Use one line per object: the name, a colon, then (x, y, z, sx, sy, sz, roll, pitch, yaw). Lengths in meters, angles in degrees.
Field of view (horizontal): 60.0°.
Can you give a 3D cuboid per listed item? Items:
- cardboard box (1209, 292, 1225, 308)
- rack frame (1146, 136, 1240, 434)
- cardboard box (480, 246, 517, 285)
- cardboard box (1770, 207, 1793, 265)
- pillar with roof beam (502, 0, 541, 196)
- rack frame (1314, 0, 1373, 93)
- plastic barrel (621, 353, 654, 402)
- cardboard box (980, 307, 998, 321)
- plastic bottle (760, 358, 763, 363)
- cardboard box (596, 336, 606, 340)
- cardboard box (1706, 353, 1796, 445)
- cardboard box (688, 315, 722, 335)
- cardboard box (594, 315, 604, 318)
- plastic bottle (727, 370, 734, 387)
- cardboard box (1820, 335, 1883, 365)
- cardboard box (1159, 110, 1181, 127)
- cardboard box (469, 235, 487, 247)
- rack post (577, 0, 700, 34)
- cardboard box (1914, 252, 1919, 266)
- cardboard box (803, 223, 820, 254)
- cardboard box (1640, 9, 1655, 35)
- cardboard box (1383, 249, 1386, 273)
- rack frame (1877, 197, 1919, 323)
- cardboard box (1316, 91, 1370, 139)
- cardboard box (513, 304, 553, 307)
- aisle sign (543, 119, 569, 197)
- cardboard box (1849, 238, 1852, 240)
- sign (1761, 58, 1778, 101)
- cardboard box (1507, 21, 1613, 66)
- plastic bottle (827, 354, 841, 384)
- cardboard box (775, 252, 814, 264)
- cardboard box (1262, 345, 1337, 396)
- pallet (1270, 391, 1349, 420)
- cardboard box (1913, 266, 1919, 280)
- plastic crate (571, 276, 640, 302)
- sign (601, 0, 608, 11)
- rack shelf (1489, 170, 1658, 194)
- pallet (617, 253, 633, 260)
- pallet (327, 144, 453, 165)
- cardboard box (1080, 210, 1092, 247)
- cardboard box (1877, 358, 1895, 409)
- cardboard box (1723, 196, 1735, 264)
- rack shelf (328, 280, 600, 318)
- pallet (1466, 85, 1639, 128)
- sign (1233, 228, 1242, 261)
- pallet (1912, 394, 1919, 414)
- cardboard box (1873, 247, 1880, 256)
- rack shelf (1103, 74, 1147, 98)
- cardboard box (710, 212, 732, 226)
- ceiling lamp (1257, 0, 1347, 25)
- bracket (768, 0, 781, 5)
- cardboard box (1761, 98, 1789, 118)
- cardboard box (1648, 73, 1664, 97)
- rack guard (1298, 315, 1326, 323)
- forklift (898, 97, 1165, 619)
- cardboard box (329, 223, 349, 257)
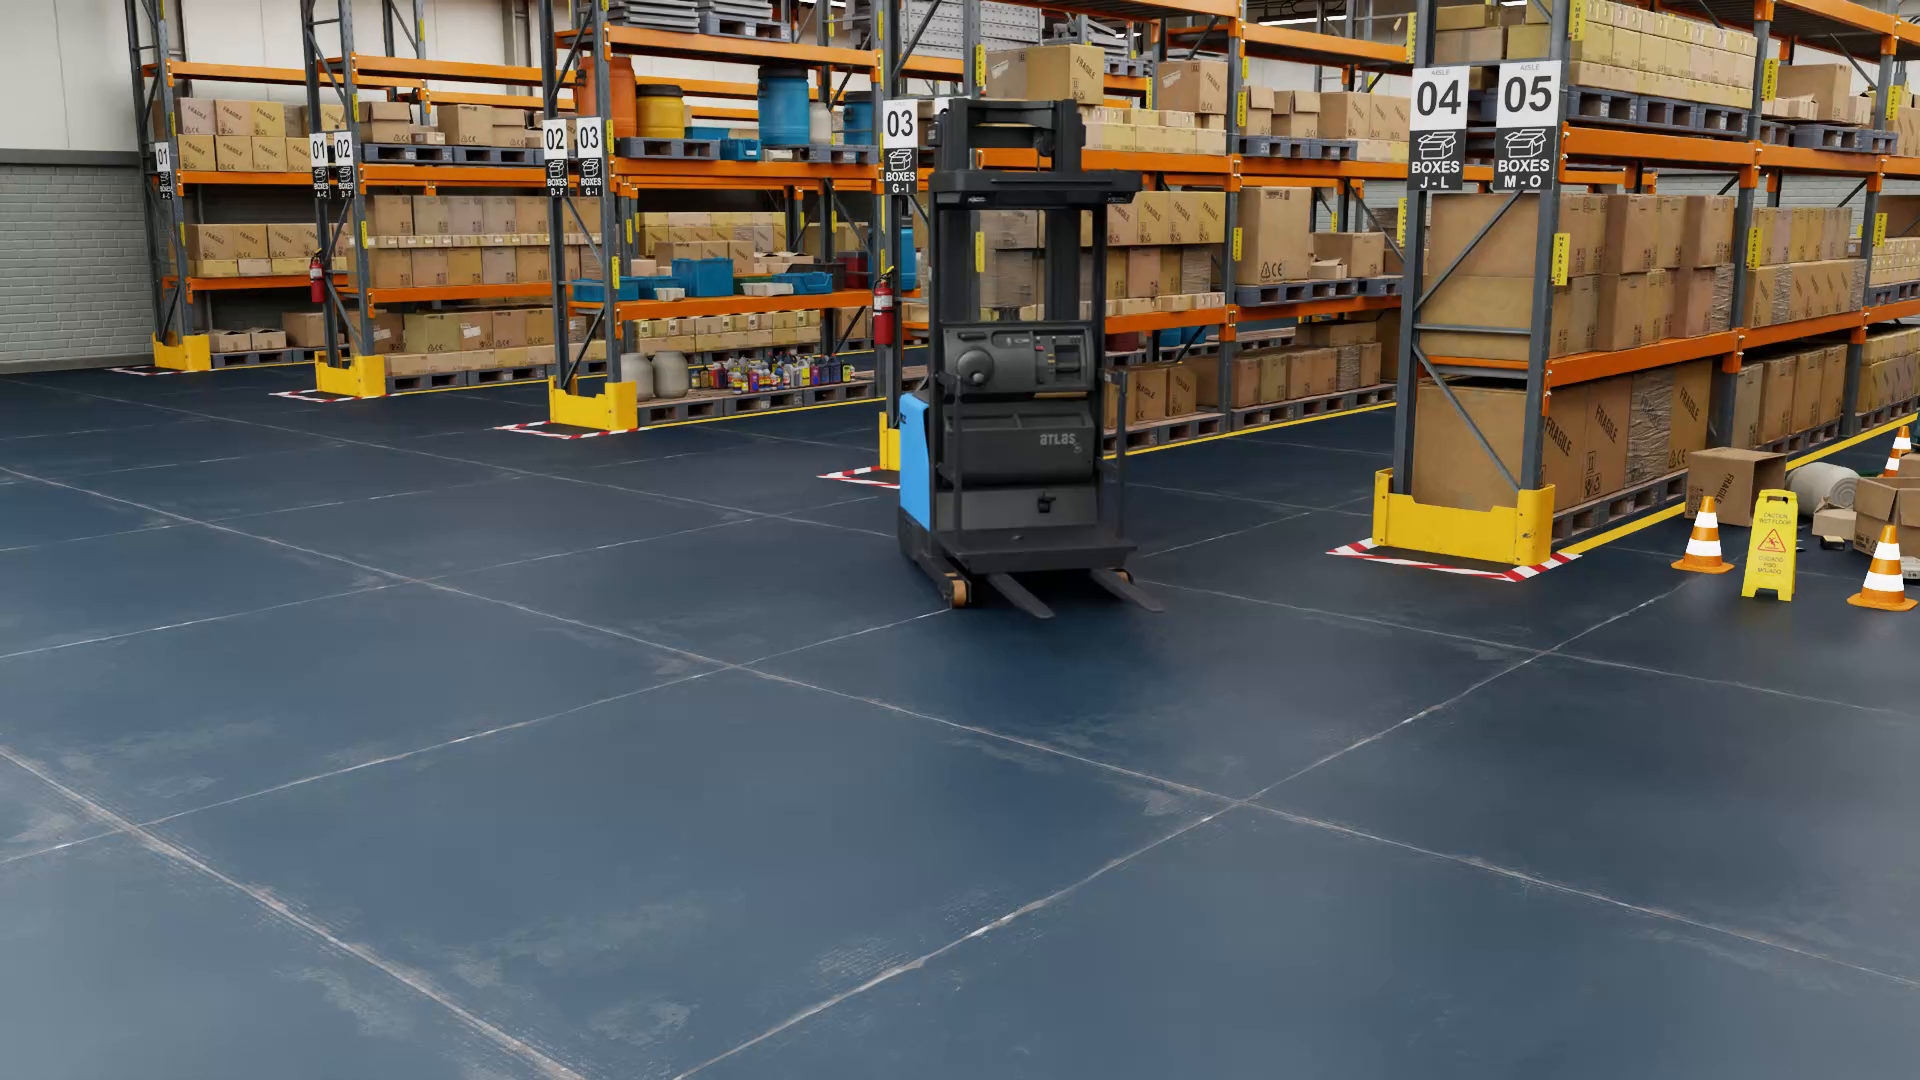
cardboard box: (2.475, -2.450, 16.963, 0.380, 0.149, 0.250, 10, 15, 40)
rack frame: (2.396, -2.643, 17.287, 1.000, 3.000, 0.127, 10, 15, 40)
cardboard box: (-6.345, -3.680, 22.224, 0.700, 0.500, 0.500, 10, 15, 42)
cardboard box: (7.051, -2.751, 15.016, 0.700, 0.500, 0.500, 10, 15, 41)
pillar with roof beam: (-4.400, -7.459, 26.081, 9.100, 9.000, 0.400, 10, 15, 40)
rack frame: (6.597, -7.991, 28.745, 1.000, 3.000, 0.127, 10, 15, 40)
plastic barrel: (-3.588, -1.788, 18.284, 0.421, 0.512, 0.421, 0, 11, 0)
cardboard box: (0.123, -1.943, 14.421, 0.380, 0.149, 0.250, 10, 15, 40)
plastic bottle: (-2.434, -2.056, 20.157, 0.061, 0.283, 0.133, 11, 15, 43)
cardboard box: (-4.987, -2.881, 24.424, 0.500, 0.250, 0.500, 10, 15, 40)
cardboard box: (7.037, -1.334, 15.405, 1.050, 0.750, 0.750, 10, 15, 40)
cardboard box: (-3.908, -3.235, 24.766, 0.500, 0.311, 0.500, 9, 14, 38)
cardboard box: (-6.562, -4.030, 29.490, 0.700, 0.500, 0.500, 10, 15, 41)
plastic bottle: (-2.697, -1.906, 19.617, 0.097, 0.201, 0.097, 0, 11, 0)
cardboard box: (9.333, -1.994, 17.430, 0.500, 0.250, 0.500, 9, 14, 38)
cardboard box: (1.890, -4.031, 15.944, 0.380, 0.149, 0.250, 9, 15, 39)
cardboard box: (-6.414, -3.923, 21.782, 0.380, 0.149, 0.250, 10, 15, 40)
rack post: (-3.370, -5.487, 17.483, 0.954, 0.300, 0.937, -10, 15, -41)
cardboard box: (10.533, -3.155, 18.657, 0.380, 0.149, 0.250, 9, 14, 37)
cardboard box: (-3.115, -5.966, 33.159, 0.980, 0.700, 0.700, 10, 15, 41)
cardboard box: (4.546, -3.550, 11.445, 0.380, 0.149, 0.250, 9, 15, 39)
cardboard box: (5.176, -3.385, 20.748, 0.500, 0.500, 0.500, 10, 15, 42)
rack frame: (11.336, -3.164, 19.895, 1.000, 3.000, 0.127, 10, 15, 40)
cardboard box: (4.241, -4.747, 18.628, 0.500, 0.500, 0.500, 10, 15, 41)
cardboard box: (-5.908, -3.048, 23.345, 0.500, 0.500, 0.500, 10, 15, 40)
aisle sign: (-4.235, -3.998, 17.431, 0.394, 0.787, 0.004, 10, 15, 40)
cardboard box: (9.878, -3.350, 18.875, 0.380, 0.149, 0.250, 11, 15, 42)
sign: (6.473, -3.679, 13.292, 0.100, 0.325, 0.005, 10, 15, 40)
cardboard box: (3.926, -3.235, 10.886, 0.500, 0.250, 0.500, 10, 15, 40)
plastic bottle: (-1.533, -2.068, 20.049, 0.144, 0.351, 0.185, 9, 15, 39)
cardboard box: (-2.675, -4.422, 26.418, 0.500, 0.311, 0.500, 11, 16, 44)
cardboard box: (3.884, -1.953, 19.090, 0.500, 0.500, 0.700, -11, 15, -43)
pallet: (3.714, -1.571, 19.037, 1.003, 0.211, 1.213, 10, 15, 40)
cardboard box: (10.541, -3.010, 18.691, 0.380, 0.149, 0.250, 9, 14, 38)
plastic crate: (-3.859, -2.735, 18.124, 0.499, 0.251, 0.616, 10, 15, 40)
sign: (-3.554, -5.463, 16.620, 0.100, 0.325, 0.005, 10, 15, 40)
rack shelf: (8.997, -5.233, 24.430, 1.077, 0.370, 4.000, 10, 15, 40)
pallet: (-6.516, -4.940, 29.278, 1.213, 0.211, 1.003, 10, 15, 40)
pallet: (-7.197, -4.864, 20.975, 1.003, 0.211, 1.213, 10, 15, 40)
cardboard box: (0.988, -2.932, 15.165, 0.500, 0.500, 0.500, 10, 15, 40)
cardboard box: (9.684, -1.701, 17.881, 0.500, 0.500, 0.500, 10, 15, 41)
cardboard box: (5.786, -2.540, 13.632, 0.875, 0.550, 0.550, 10, 15, 40)
rack shelf: (-6.363, -3.278, 22.300, 1.077, 0.370, 4.000, 10, 15, 40)
pallet: (3.897, -2.937, 11.324, 1.003, 0.211, 1.213, 10, 15, 40)
sign: (2.809, -2.999, 16.857, 0.100, 0.325, 0.005, 10, 15, 40)
pallet: (10.823, -1.682, 19.594, 1.003, 0.211, 1.213, 10, 15, 40)
cardboard box: (9.322, -3.033, 17.288, 0.380, 0.149, 0.250, 9, 15, 39)
rack shelf: (2.636, -6.559, 24.435, 1.077, 0.370, 4.000, 10, 15, 40)
cardboard box: (-4.619, -5.988, 31.053, 0.500, 0.250, 0.500, 9, 15, 39)
ceiling lamp: (6.527, -11.565, 31.737, 2.000, 3.185, 0.800, 10, 15, 40)
bracket: (-3.680, -10.556, 32.399, 0.235, 0.232, 0.430, 10, 15, 40)
cardboard box: (6.926, -3.710, 14.285, 0.250, 0.149, 0.380, 10, 15, 40)
cardboard box: (4.715, -3.196, 11.710, 0.380, 0.149, 0.250, 10, 15, 40)
rack guard: (6.603, -3.829, 29.604, 1.175, 0.500, 0.348, 10, 15, 40)
forklift: (0.407, -1.123, 9.850, 1.130, 2.935, 3.031, -3, 12, -13)
cardboard box: (-9.512, -4.612, 25.562, 0.500, 0.500, 0.500, 9, 15, 39)
